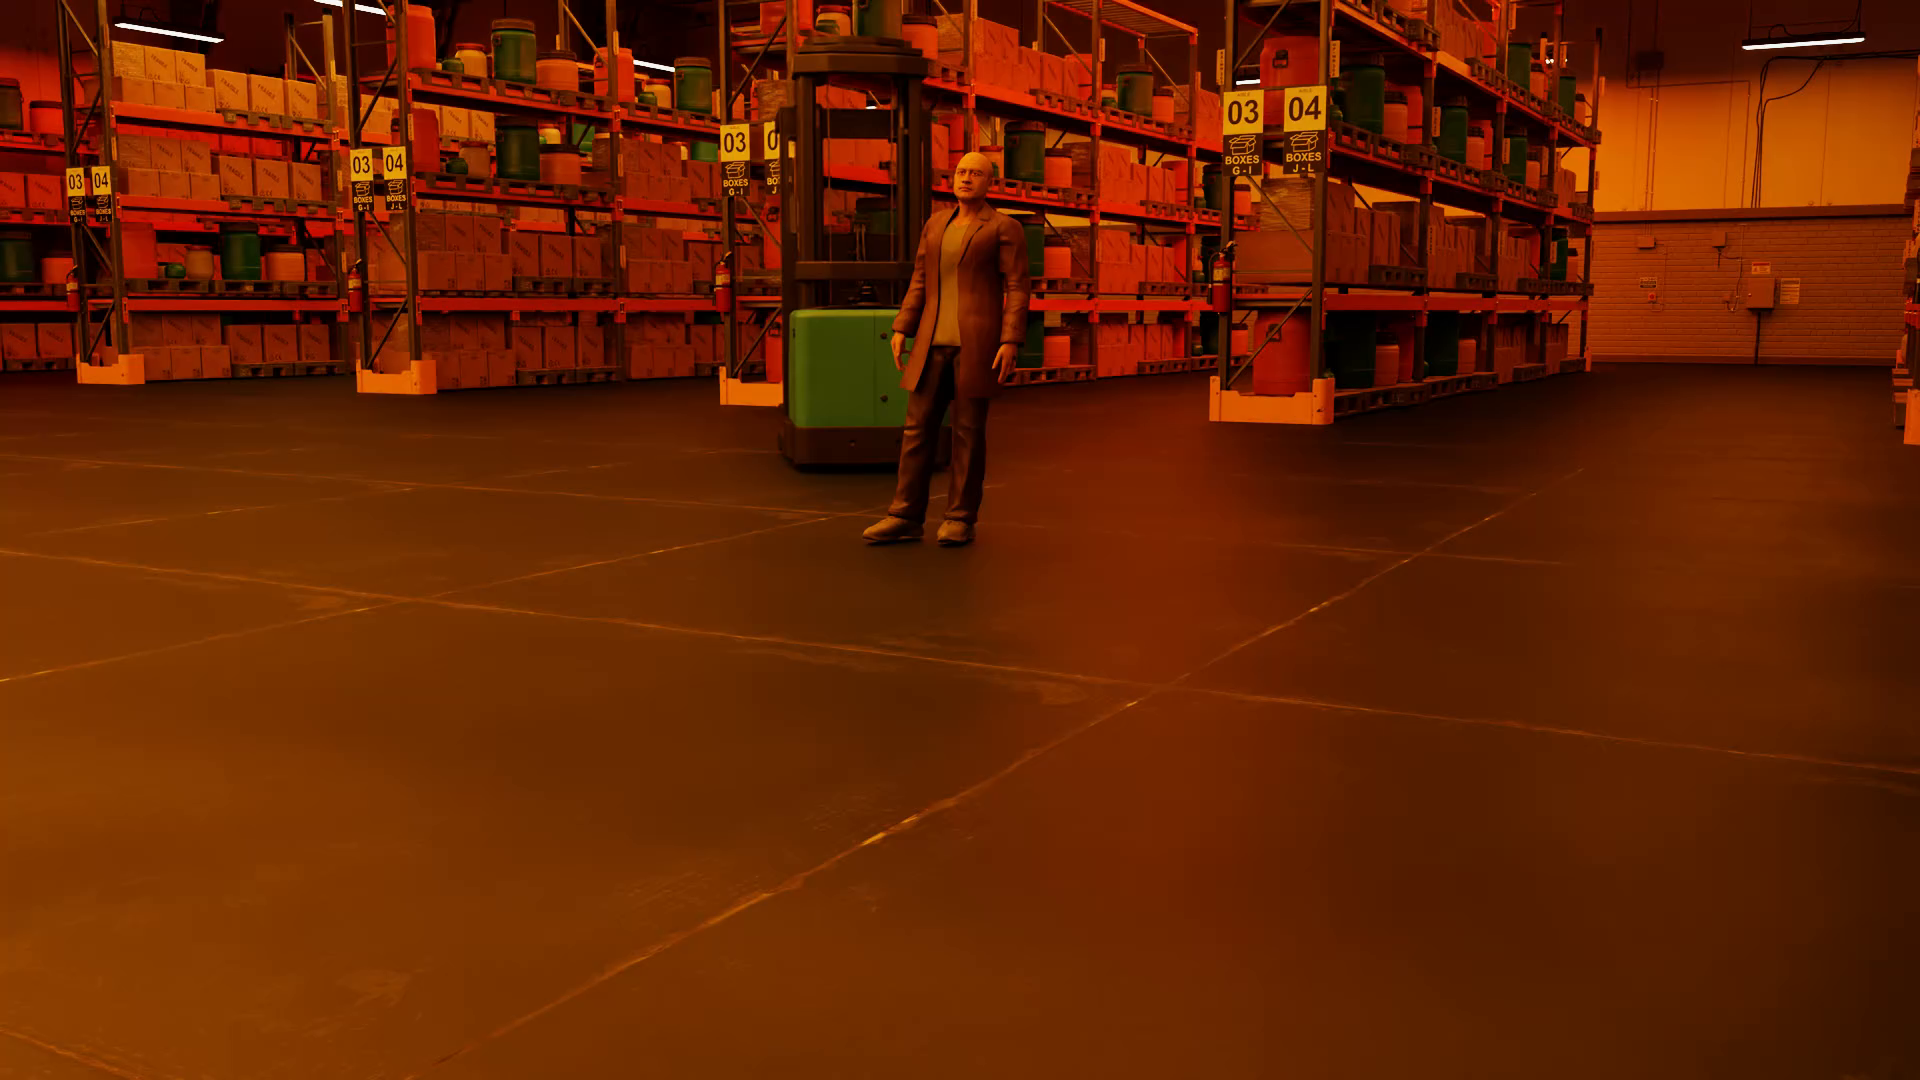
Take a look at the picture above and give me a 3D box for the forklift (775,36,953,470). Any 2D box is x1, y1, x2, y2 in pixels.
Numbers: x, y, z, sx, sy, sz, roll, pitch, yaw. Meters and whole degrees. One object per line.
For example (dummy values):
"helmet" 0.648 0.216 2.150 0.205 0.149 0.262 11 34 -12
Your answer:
"forklift" -0.785 -2.091 12.242 1.130 2.935 3.031 -1 8 -9

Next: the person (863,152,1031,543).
"person" -0.048 -0.878 7.613 0.698 1.778 0.579 4 9 29
